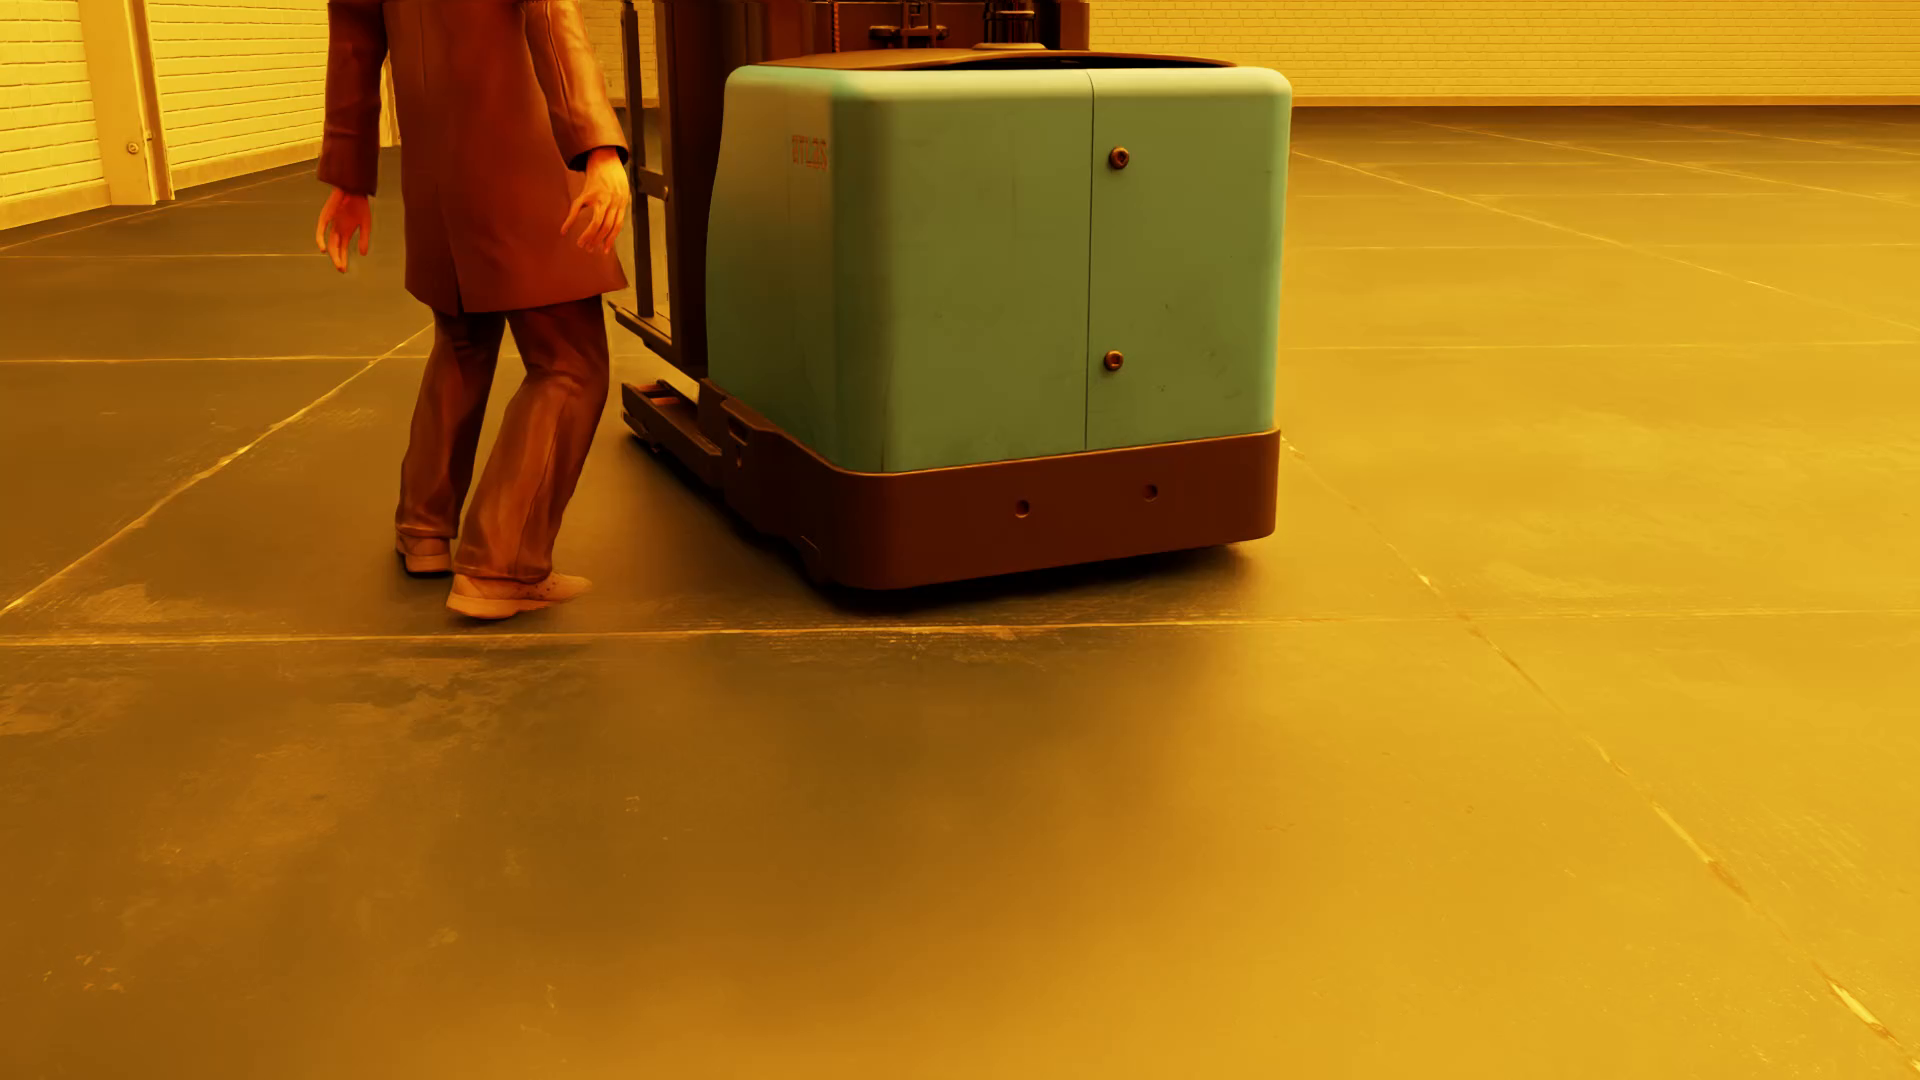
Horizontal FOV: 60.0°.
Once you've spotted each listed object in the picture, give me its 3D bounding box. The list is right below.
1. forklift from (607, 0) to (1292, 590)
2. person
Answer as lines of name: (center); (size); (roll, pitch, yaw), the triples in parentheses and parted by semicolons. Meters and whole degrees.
forklift: (-0.345, -1.689, 4.427); (1.130, 2.935, 3.031); (-7, 18, -23)
person: (-0.984, -0.710, 3.380); (0.931, 1.752, 0.529); (12, 21, 35)
